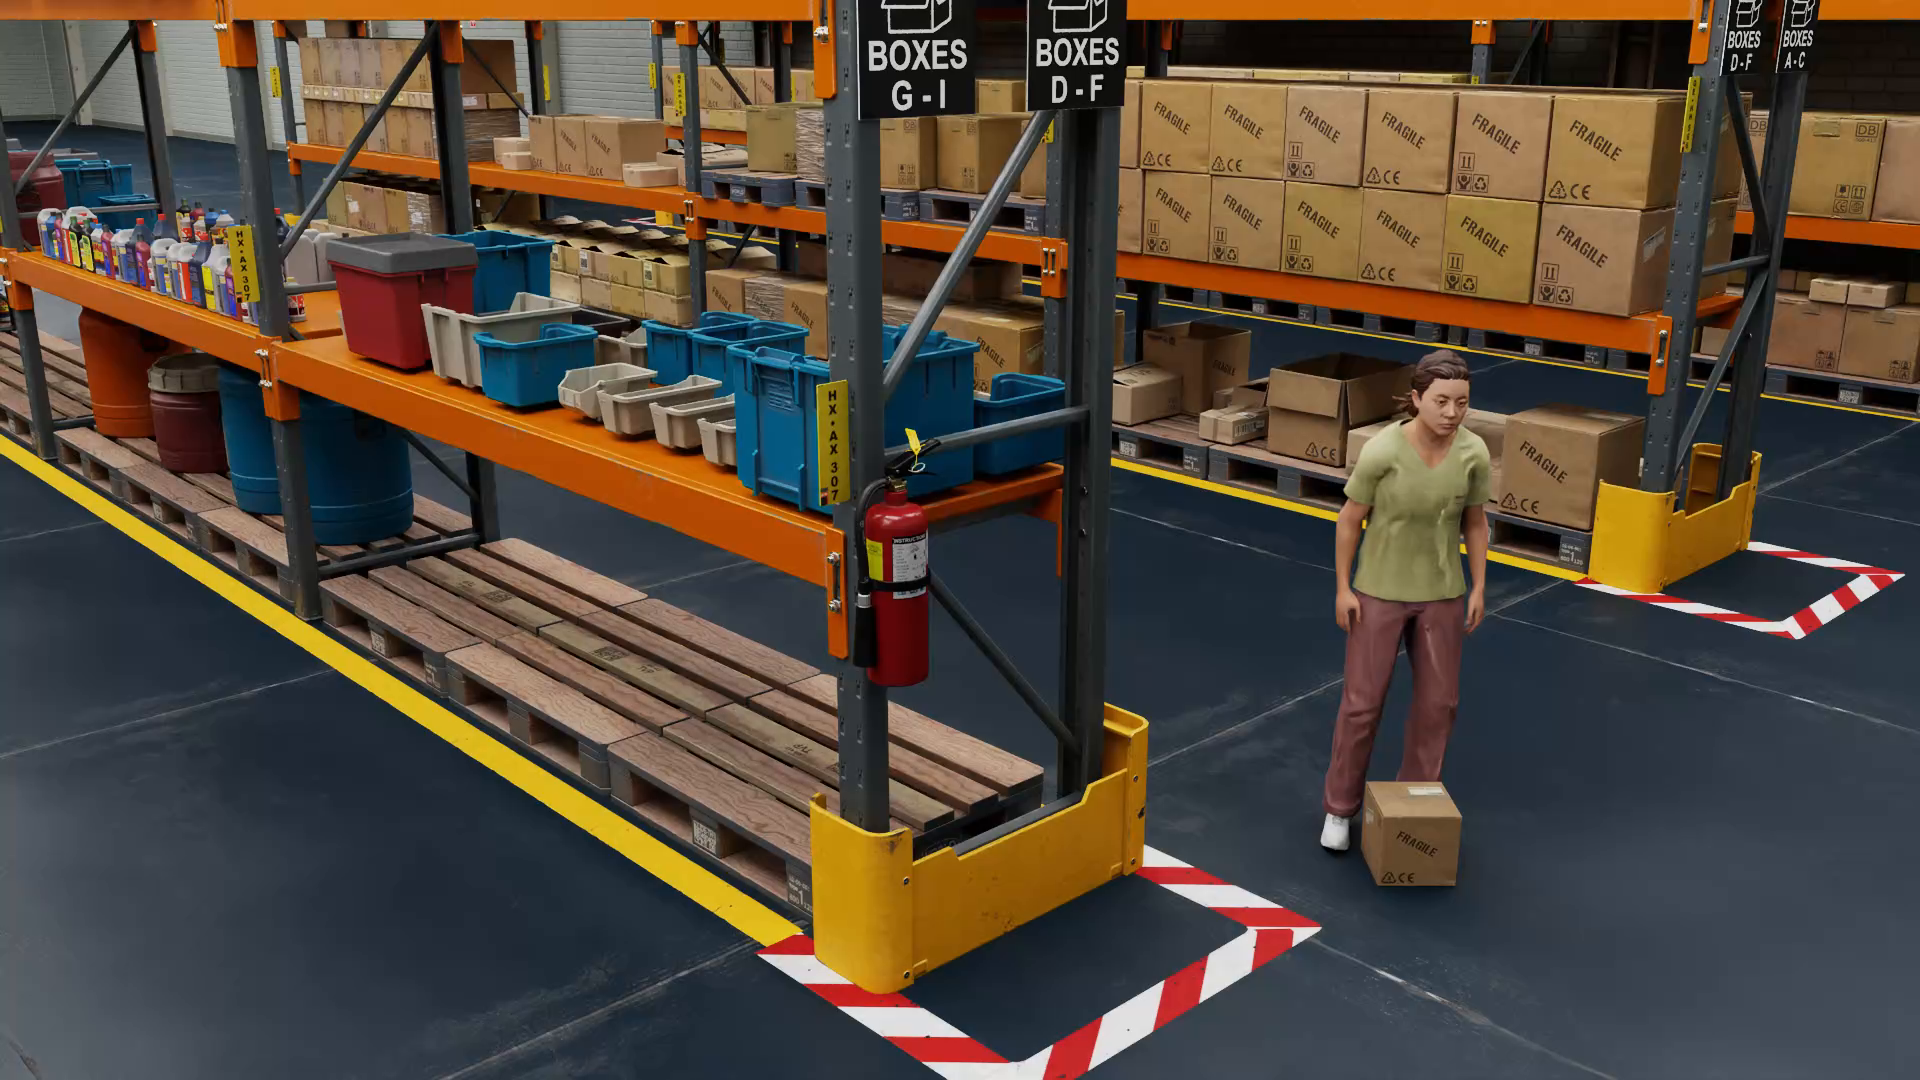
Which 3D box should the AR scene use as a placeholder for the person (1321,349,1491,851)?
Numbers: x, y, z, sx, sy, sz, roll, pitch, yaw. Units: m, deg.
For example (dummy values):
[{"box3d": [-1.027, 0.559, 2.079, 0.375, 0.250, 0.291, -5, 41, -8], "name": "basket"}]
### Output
[{"box3d": [1.465, 0.201, 5.411, 0.520, 1.671, 0.350, -1, 17, -2], "name": "person"}]
